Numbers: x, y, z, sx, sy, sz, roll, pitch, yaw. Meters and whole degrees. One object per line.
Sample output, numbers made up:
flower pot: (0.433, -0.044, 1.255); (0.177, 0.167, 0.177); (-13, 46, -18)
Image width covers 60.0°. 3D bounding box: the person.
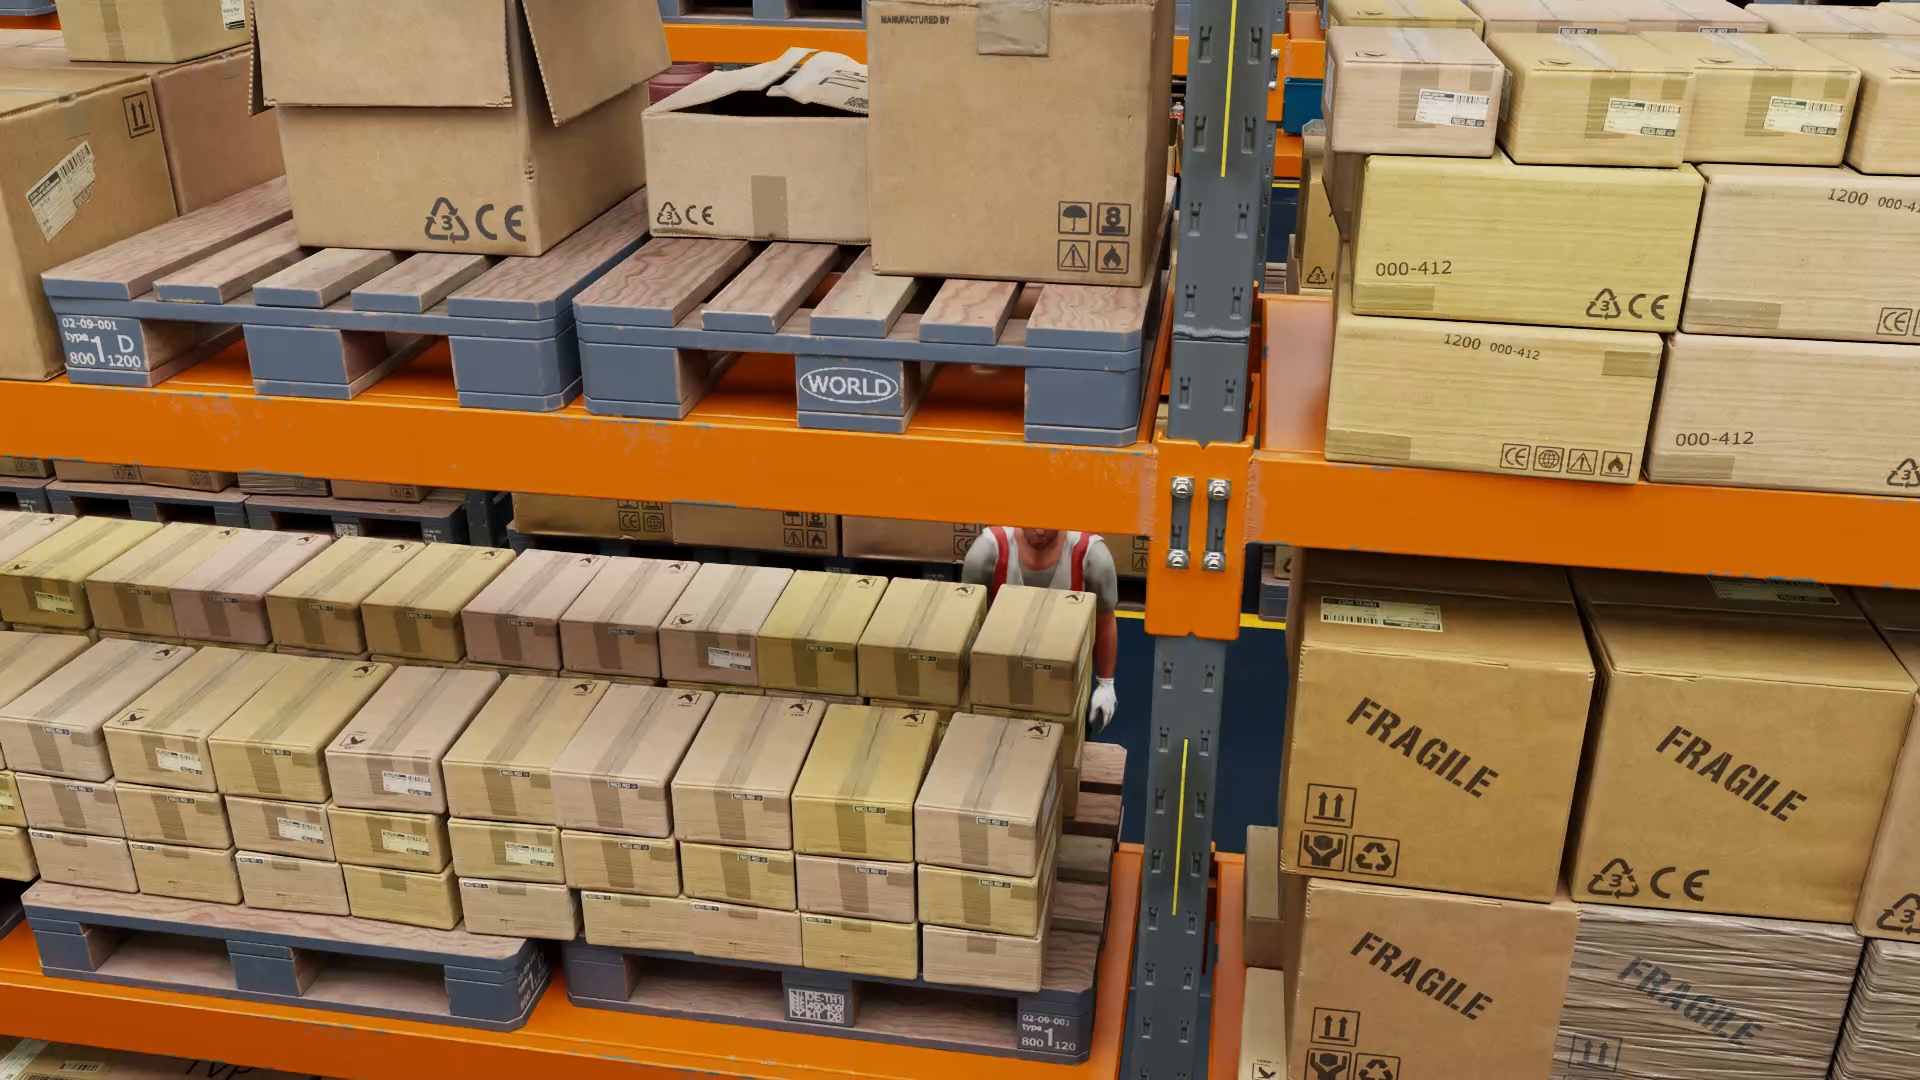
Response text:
person: (0.263, 0.525, 5.948); (0.605, 1.777, 0.454); (3, 25, 6)
